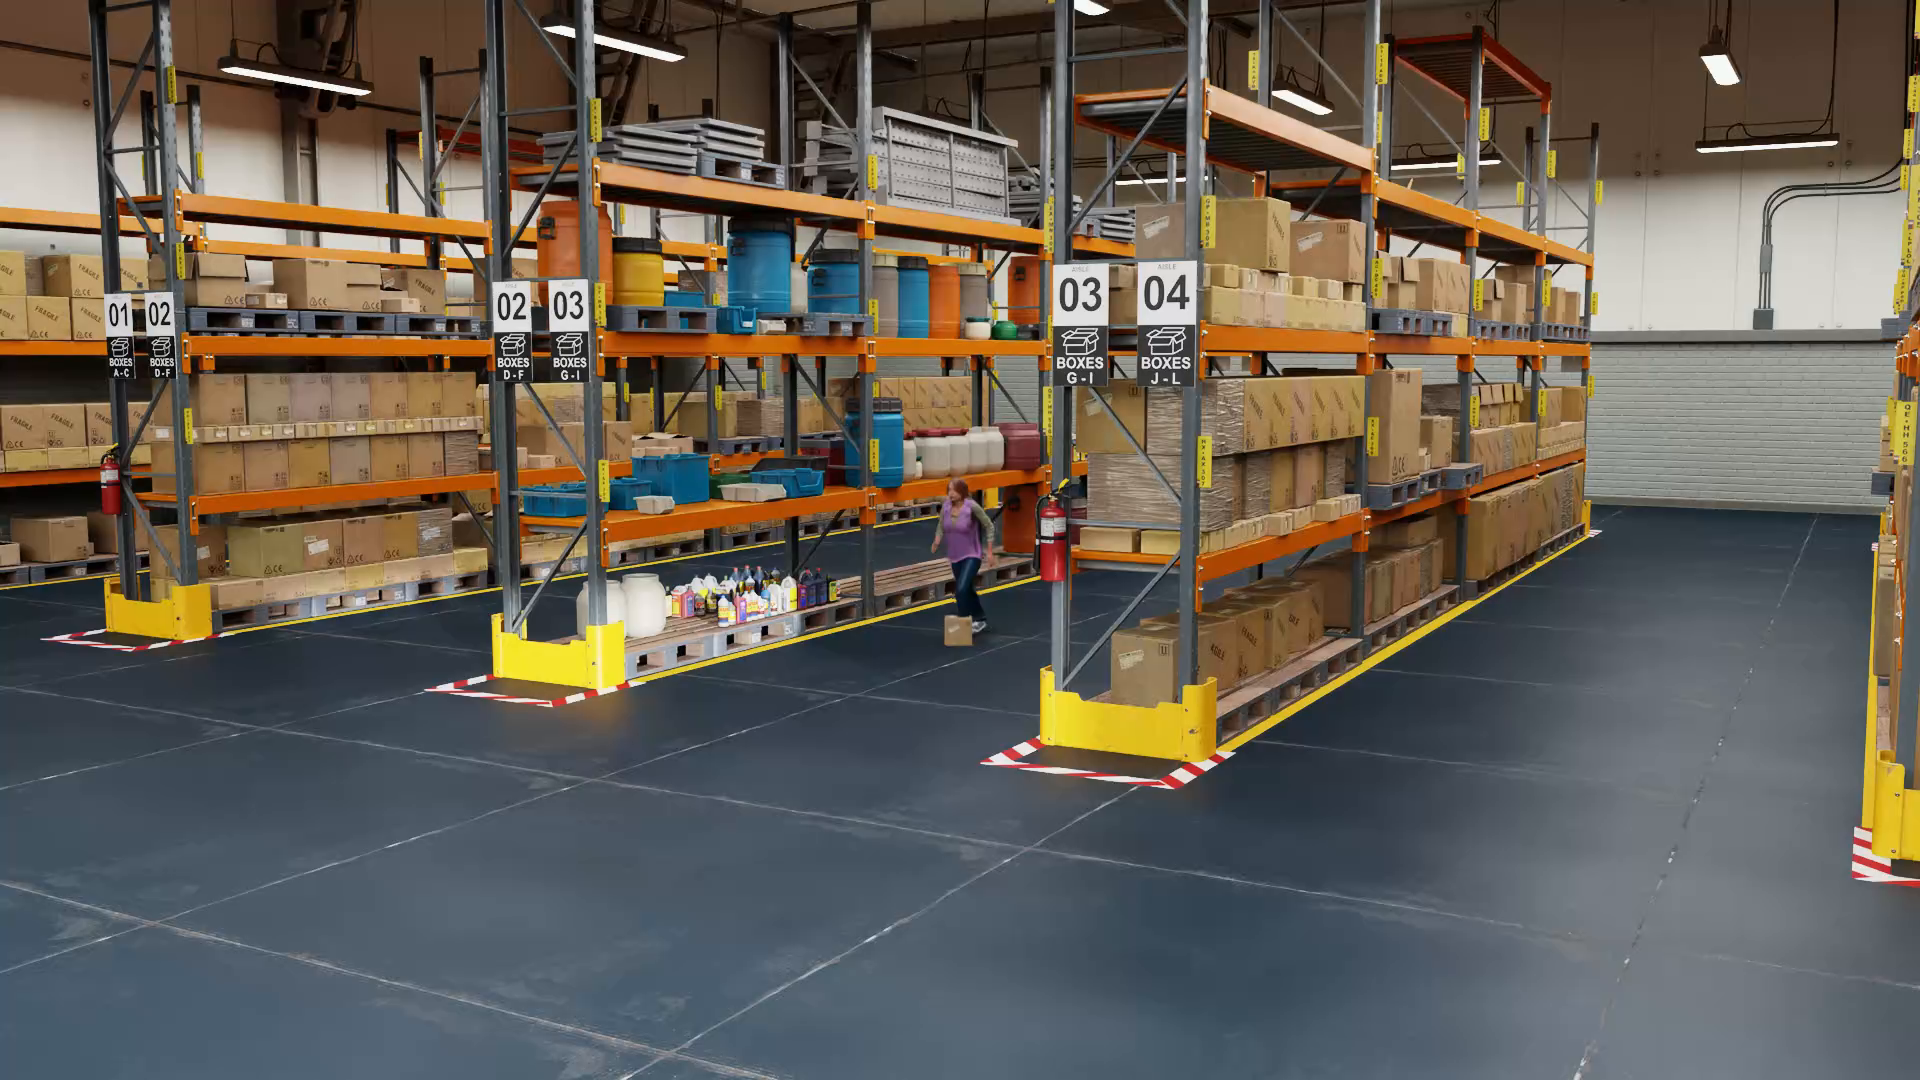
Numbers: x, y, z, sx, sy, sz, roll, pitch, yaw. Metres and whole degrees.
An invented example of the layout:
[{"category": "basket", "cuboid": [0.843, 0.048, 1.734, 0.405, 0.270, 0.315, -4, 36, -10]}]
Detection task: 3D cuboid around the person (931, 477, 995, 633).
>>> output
[{"category": "person", "cuboid": [0.071, 0.160, 15.351, 0.529, 1.514, 0.858, 4, 8, 36]}]
